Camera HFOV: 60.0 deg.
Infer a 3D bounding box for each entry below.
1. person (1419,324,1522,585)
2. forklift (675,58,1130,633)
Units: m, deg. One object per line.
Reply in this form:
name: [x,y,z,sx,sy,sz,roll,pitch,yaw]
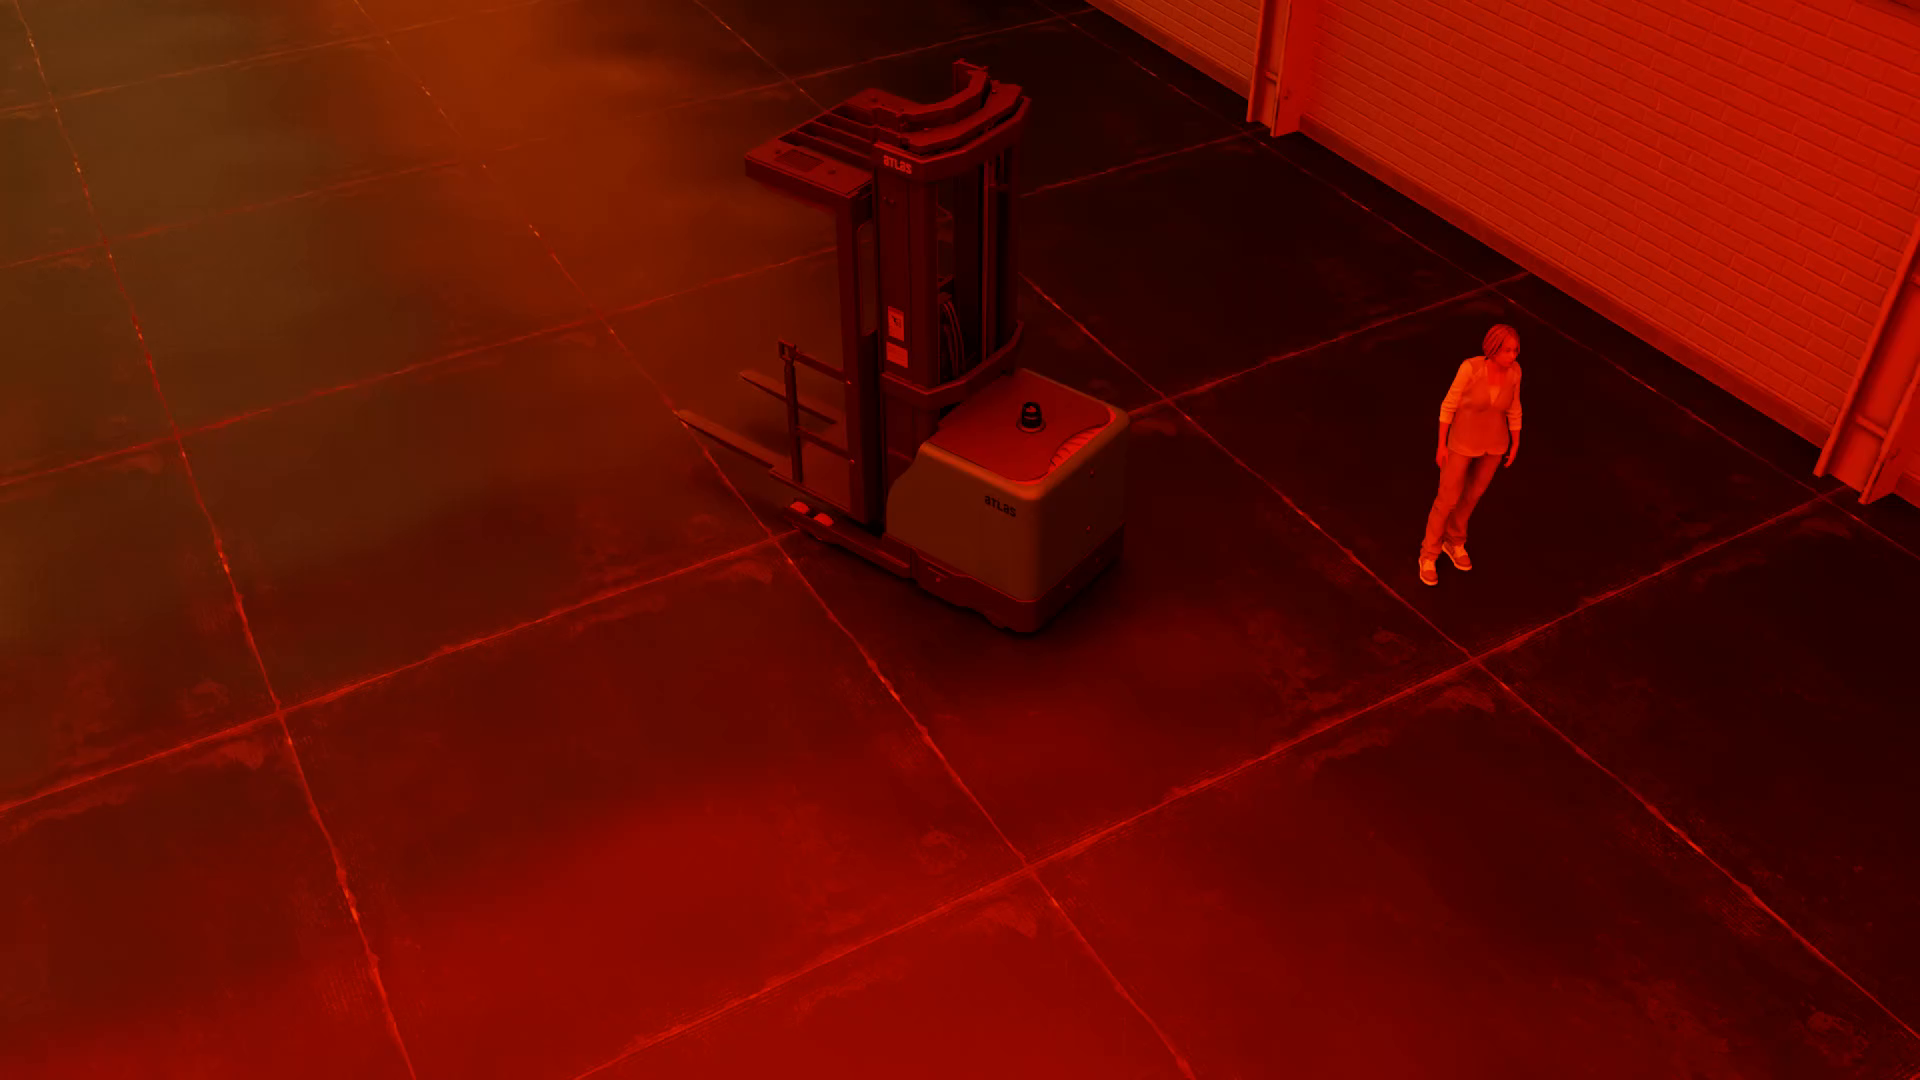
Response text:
person: [3.014,-0.494,9.665,0.519,1.596,0.477,-5,40,-6]
forklift: [-0.481,-1.366,9.683,3.031,2.935,1.130,26,46,28]
